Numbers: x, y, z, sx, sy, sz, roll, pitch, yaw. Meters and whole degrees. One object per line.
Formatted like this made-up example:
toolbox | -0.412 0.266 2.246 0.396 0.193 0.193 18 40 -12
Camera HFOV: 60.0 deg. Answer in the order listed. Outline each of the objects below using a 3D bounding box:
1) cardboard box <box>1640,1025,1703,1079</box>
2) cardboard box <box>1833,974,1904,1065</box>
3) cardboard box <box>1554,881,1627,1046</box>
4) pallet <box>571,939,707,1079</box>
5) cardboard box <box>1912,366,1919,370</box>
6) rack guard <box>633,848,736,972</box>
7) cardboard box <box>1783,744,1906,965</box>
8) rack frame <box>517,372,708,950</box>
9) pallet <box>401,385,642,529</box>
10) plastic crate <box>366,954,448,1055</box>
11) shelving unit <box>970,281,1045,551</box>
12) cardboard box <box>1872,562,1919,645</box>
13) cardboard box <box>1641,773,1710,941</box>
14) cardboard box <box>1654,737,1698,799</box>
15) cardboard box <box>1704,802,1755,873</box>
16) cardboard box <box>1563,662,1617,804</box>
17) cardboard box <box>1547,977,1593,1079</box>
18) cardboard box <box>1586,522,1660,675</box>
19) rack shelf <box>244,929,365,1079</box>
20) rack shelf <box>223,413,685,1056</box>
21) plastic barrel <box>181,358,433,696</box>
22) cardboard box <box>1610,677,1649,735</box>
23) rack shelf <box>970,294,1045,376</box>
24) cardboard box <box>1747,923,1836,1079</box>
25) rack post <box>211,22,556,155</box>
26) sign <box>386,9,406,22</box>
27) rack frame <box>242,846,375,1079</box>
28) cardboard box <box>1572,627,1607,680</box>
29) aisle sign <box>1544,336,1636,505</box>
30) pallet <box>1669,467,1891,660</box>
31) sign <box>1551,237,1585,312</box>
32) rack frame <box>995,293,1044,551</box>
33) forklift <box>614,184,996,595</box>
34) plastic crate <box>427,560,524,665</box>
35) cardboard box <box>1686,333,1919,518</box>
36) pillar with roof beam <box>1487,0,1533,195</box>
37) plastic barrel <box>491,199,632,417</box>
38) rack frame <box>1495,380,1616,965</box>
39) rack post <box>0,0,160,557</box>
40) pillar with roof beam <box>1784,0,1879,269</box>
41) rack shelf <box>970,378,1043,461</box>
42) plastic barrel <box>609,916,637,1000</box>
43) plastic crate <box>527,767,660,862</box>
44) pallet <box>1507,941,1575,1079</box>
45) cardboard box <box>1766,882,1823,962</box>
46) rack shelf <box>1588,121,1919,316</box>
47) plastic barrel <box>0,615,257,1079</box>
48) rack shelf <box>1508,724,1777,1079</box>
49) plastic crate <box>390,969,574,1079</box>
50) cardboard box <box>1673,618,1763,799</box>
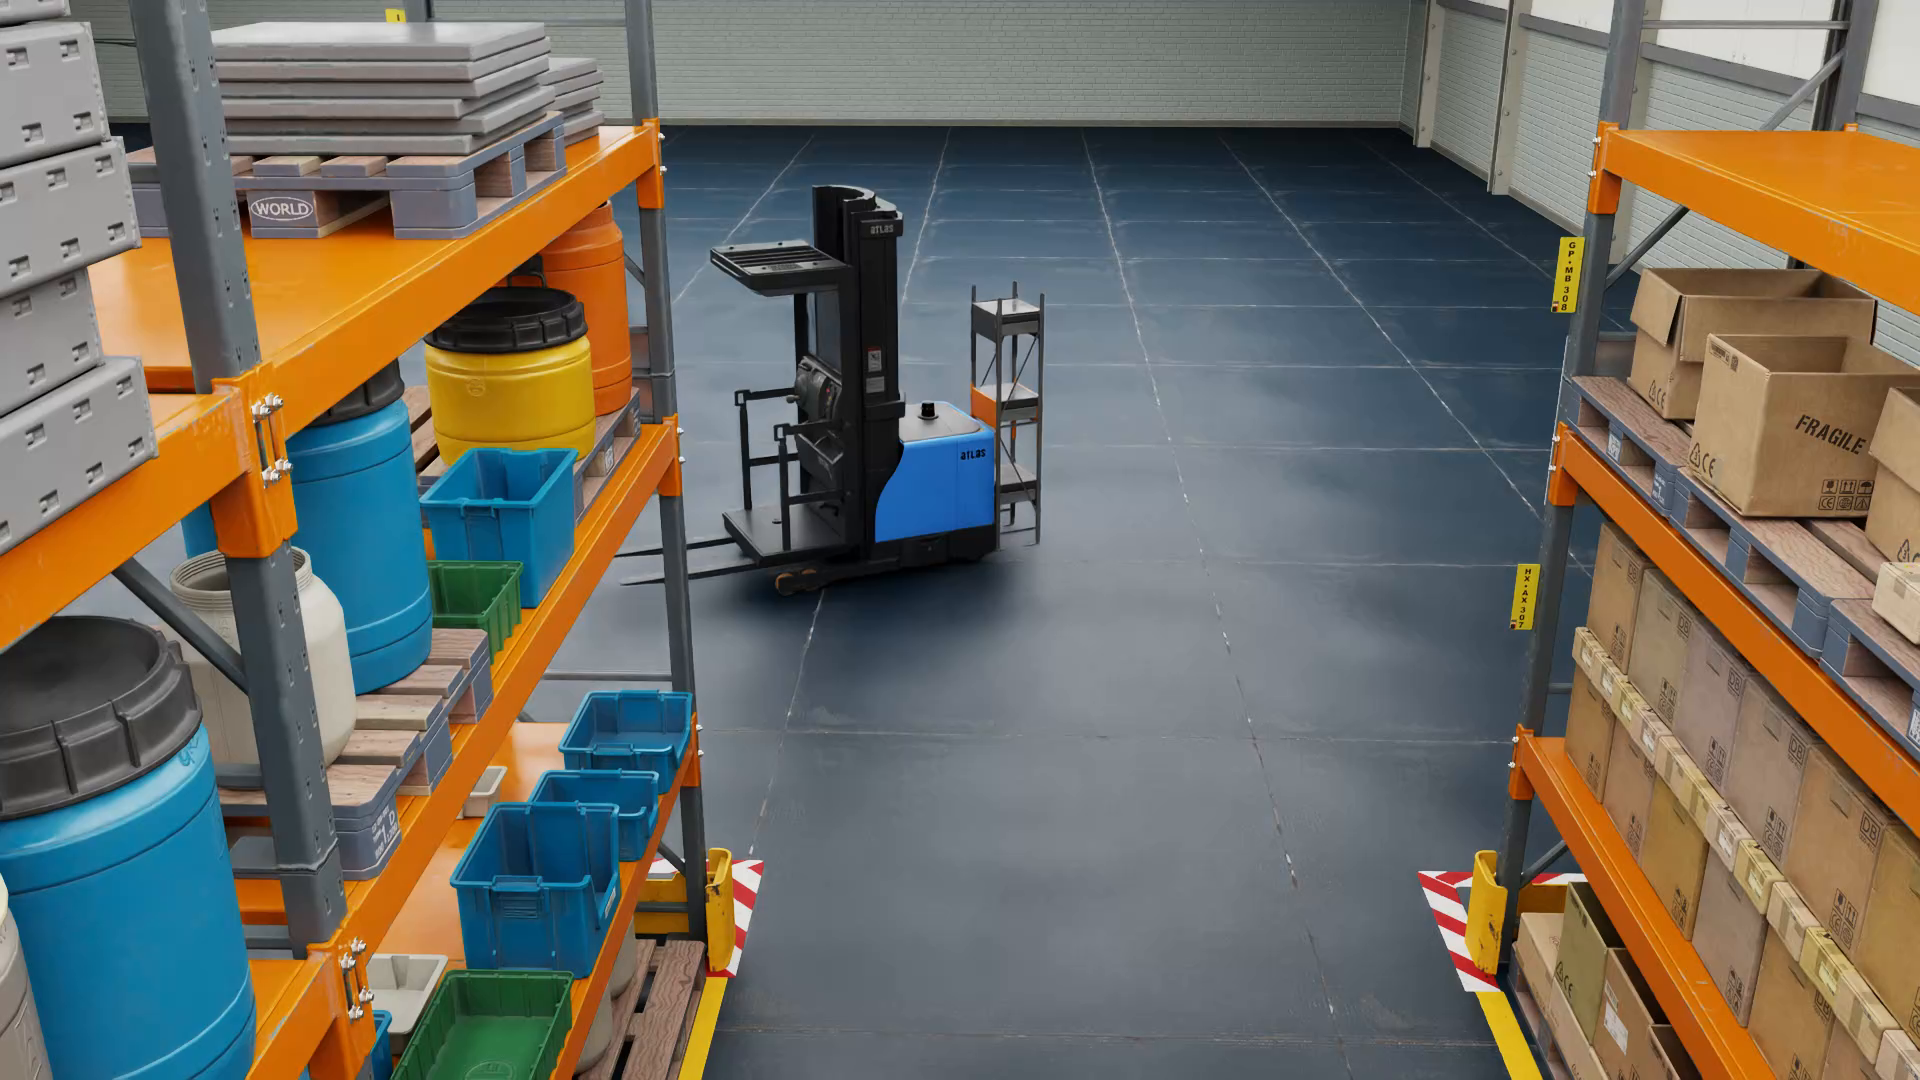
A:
cardboard box | 2.881 2.183 6.234 0.500 0.500 0.500 1 21 2
cardboard box | 2.862 1.430 4.955 0.380 0.149 0.250 1 21 2
cardboard box | 2.916 1.821 7.166 0.500 0.500 0.500 1 21 2
pallet | -1.769 2.278 7.659 1.003 0.211 1.213 1 21 2
cardboard box | 3.396 -0.458 6.142 0.500 0.250 0.500 1 21 2
rack guard | -1.739 1.850 8.363 1.175 0.500 0.348 1 21 2
cardboard box | 3.083 0.983 5.210 0.700 0.500 0.500 1 21 2
rack frame | -1.783 0.657 7.983 1.000 3.000 0.127 1 21 2
pallet | -1.906 -0.356 6.707 1.003 0.211 1.213 1 21 2
plastic crate | -2.109 1.636 5.824 0.530 0.136 0.437 1 21 2
shelving unit | 0.374 -0.998 13.493 0.431 2.100 0.503 -9 23 -22
cardboard box | 2.809 0.177 4.645 0.380 0.149 0.250 1 21 2
cardboard box | 3.108 1.204 6.435 0.700 0.500 0.500 1 21 2
cardboard box | 2.911 0.876 6.382 0.380 0.149 0.250 0 21 0
cardboard box | 2.893 1.059 5.912 0.380 0.149 0.250 1 21 2
cardboard box | 3.141 0.835 7.387 0.700 0.500 0.500 1 21 2
cardboard box | 2.917 2.171 7.301 0.500 0.250 0.500 1 21 2
cardboard box | 3.139 0.249 7.103 0.700 0.500 0.500 1 21 2
rack shelf | -1.966 1.763 1.980 1.077 0.370 4.000 1 21 2
rack shelf | -1.844 0.317 5.707 1.077 0.370 4.000 1 21 2
plastic barrel | -1.768 -0.084 4.471 0.600 0.901 0.708 1 21 2
cardboard box | 2.926 0.689 6.866 0.380 0.149 0.250 1 21 2
rack shelf | 0.374 -1.638 13.245 0.431 0.518 0.480 -9 23 -22
cardboard box | 3.082 1.579 5.467 0.700 0.500 0.500 1 21 2
rack post | -1.811 -1.404 5.105 0.937 0.300 0.954 0 21 1
sign | -2.333 -2.050 6.956 0.100 0.325 0.005 1 21 2
rack frame | -1.905 2.103 4.256 1.000 3.000 0.127 1 21 2
cardboard box | 2.940 0.503 7.344 0.380 0.149 0.250 0 21 1
aisle sign | 2.863 -0.527 7.439 0.394 0.787 0.004 1 21 2
pallet | 3.086 0.053 5.515 1.003 0.211 1.213 1 21 2
sign | 2.613 -1.139 7.146 0.100 0.325 0.005 1 21 2
rack frame | 0.474 -0.918 13.285 0.400 2.100 0.015 -9 23 -22
forklift | -1.276 -1.161 12.762 3.031 2.935 1.130 -9 23 -22
plastic crate | -1.585 0.236 5.214 0.336 0.188 0.450 1 21 2
cardboard box | 2.844 -0.396 5.638 0.500 0.500 0.500 1 21 2
pillar with roof beam | 5.389 -10.494 28.427 9.100 9.000 0.400 1 21 2
plastic barrel | -1.671 -0.961 6.831 0.600 0.830 0.708 1 21 2
rack frame | 3.167 0.712 7.839 1.000 3.000 0.127 1 21 2
rack post | -1.879 -0.074 1.297 1.013 1.000 3.121 1 21 2
pillar with roof beam | 5.024 -6.155 17.245 9.100 9.000 0.400 1 21 2
rack shelf | 0.374 -0.986 13.498 0.431 0.518 0.480 -9 23 -22
plastic barrel | -1.727 1.859 7.742 0.421 0.512 0.421 0 21 0
plastic crate | -1.525 1.145 6.930 0.499 0.251 0.408 1 21 2
pallet | 3.186 2.289 7.630 1.003 0.211 1.213 1 21 2
cardboard box | 2.880 1.250 5.419 0.380 0.149 0.250 1 21 3
rack shelf | 3.107 -0.839 5.093 1.077 0.370 4.000 1 21 2
plastic barrel | -1.704 0.657 3.143 0.600 0.901 0.708 1 21 2
rack shelf | 3.107 1.771 6.106 1.077 0.370 4.000 1 21 2
plastic crate | -1.582 1.714 5.551 0.450 0.188 0.662 1 21 2
cardboard box | 3.114 0.621 6.143 0.700 0.500 0.500 1 21 2
